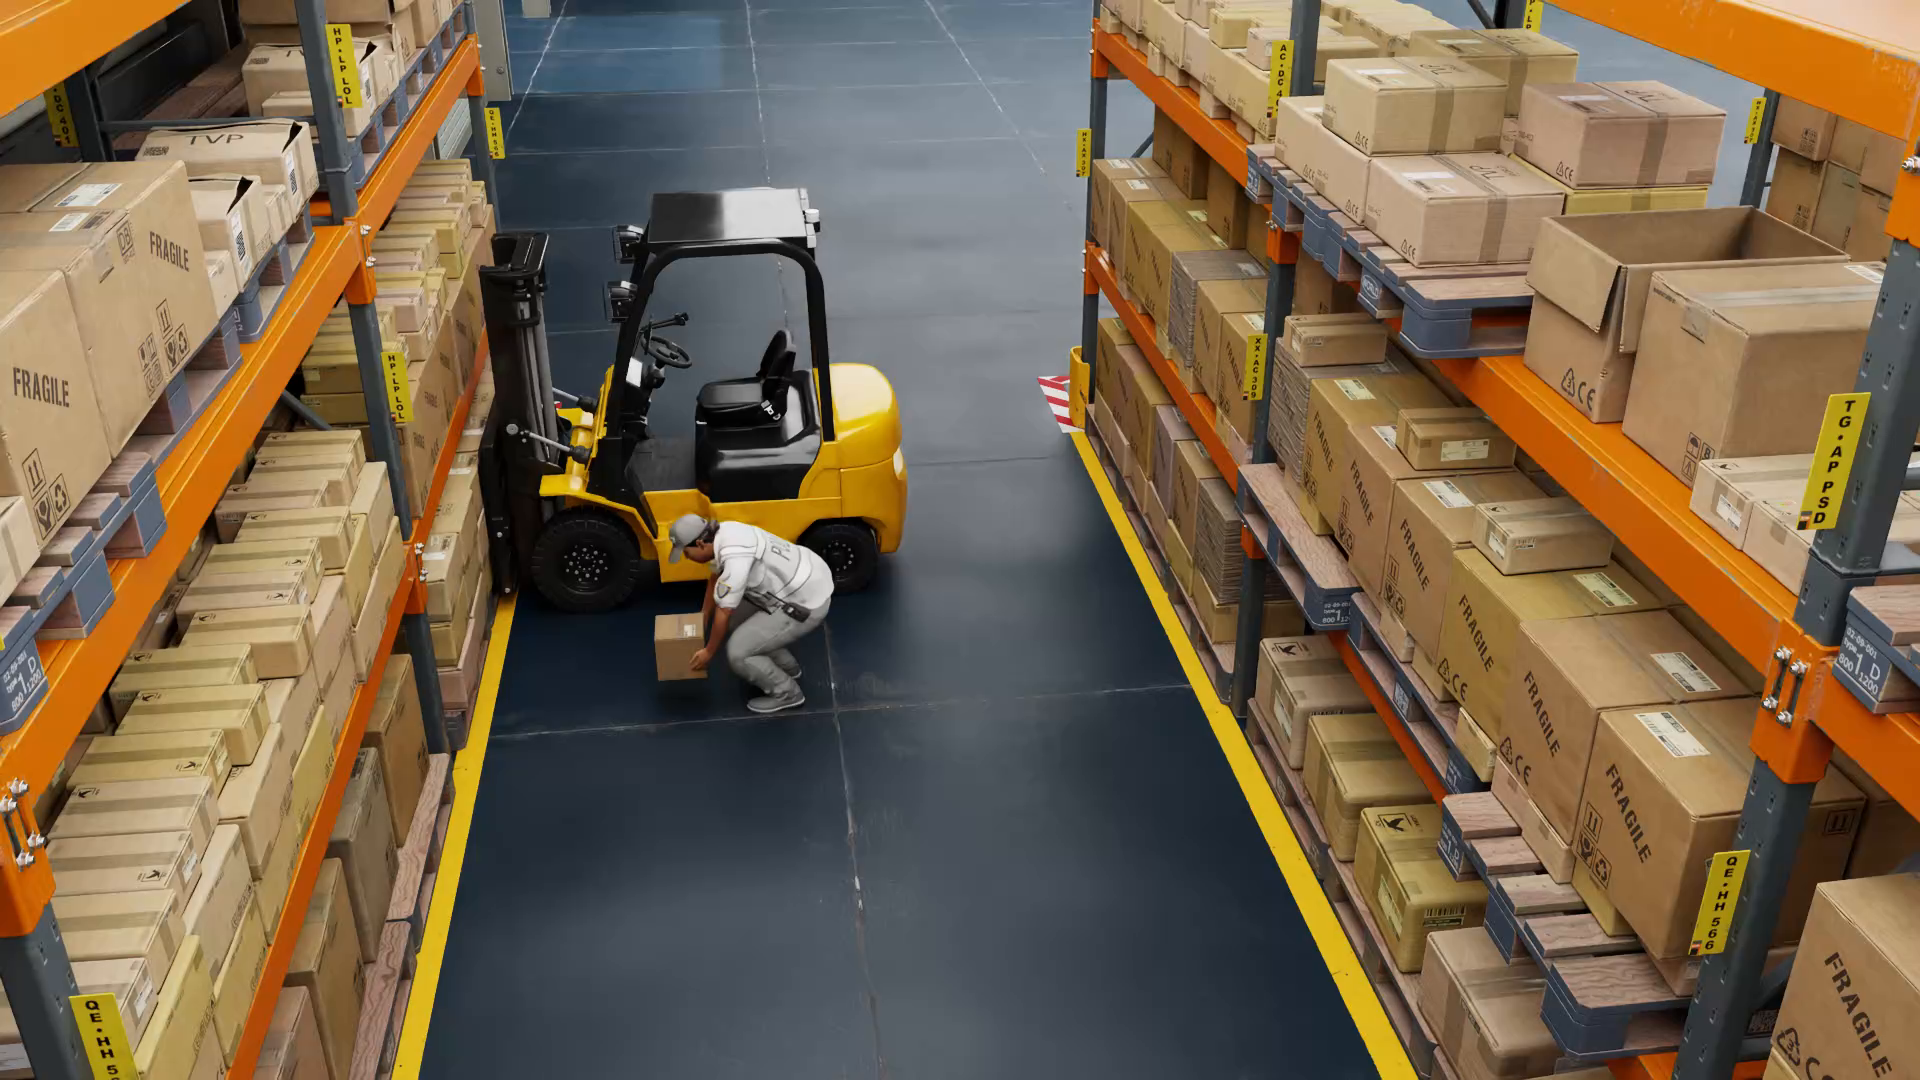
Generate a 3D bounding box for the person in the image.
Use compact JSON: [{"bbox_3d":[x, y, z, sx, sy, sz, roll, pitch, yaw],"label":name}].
[{"bbox_3d":[-1.061,0.342,8.569,0.827,1.108,0.537,-4,28,-7],"label":"person"}]
